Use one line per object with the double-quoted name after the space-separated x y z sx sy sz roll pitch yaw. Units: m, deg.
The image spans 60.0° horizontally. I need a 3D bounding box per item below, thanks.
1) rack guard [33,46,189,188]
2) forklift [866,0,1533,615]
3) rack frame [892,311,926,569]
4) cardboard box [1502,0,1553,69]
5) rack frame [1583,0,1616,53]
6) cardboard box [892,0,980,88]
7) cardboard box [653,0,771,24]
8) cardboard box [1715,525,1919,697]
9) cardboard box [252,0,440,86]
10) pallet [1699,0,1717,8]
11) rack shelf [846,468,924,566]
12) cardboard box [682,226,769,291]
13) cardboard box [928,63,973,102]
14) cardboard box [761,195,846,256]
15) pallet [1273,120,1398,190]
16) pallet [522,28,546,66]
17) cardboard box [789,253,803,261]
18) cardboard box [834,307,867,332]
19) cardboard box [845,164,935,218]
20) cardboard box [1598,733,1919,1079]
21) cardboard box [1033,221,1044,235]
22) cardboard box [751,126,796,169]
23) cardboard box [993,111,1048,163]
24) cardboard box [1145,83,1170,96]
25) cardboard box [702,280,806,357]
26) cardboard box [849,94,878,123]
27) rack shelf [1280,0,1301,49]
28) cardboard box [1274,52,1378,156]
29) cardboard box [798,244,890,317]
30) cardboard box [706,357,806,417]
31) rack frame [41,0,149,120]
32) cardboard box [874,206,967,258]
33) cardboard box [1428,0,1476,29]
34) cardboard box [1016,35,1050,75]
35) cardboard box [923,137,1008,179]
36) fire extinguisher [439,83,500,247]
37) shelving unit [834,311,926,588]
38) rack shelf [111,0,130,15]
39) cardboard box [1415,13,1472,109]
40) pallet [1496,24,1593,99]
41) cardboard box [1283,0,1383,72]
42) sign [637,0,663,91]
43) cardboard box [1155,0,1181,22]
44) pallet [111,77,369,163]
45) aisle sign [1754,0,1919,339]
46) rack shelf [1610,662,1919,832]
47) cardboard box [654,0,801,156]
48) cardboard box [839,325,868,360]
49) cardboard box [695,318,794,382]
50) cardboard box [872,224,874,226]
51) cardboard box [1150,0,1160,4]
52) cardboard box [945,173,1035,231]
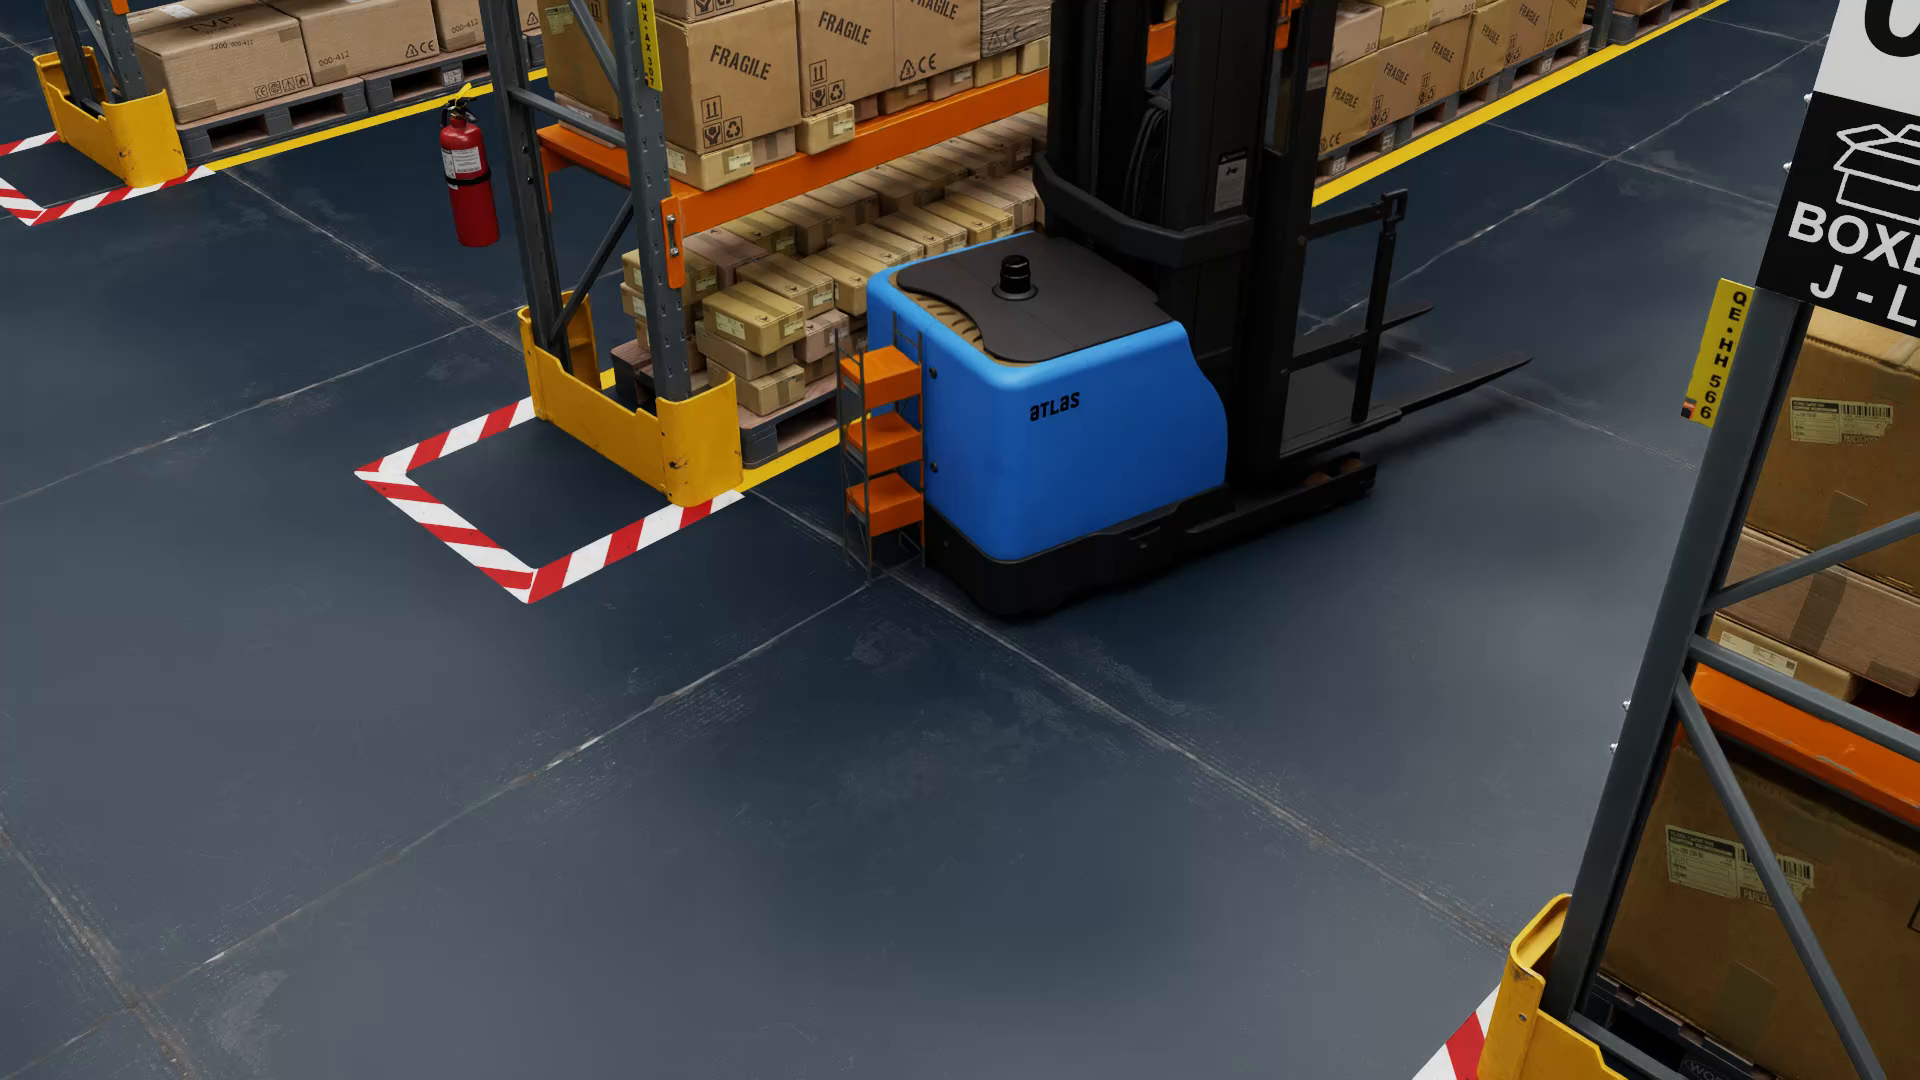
-5.089 -2.543 9.959 1.175 0.500 0.348 30 45 35 "rack guard"
1.148 -1.554 6.416 3.031 2.935 1.130 -20 39 -26 "forklift"
-0.193 -0.366 6.357 0.008 1.050 0.200 -20 39 -26 "rack frame"
3.502 -3.437 10.874 0.500 0.500 0.500 -28 44 -34 "cardboard box"
4.148 -4.871 11.113 1.000 3.000 0.127 30 45 35 "rack frame"
-0.263 -2.279 7.048 0.500 0.500 0.500 -29 44 -35 "cardboard box"
-0.984 -2.272 6.165 0.500 0.500 0.500 29 44 35 "cardboard box"
2.113 0.052 3.924 0.500 0.250 0.500 29 44 35 "cardboard box"
-4.039 -3.382 10.850 0.875 0.438 0.875 -29 44 -34 "cardboard box"
5.617 -4.510 13.033 1.003 0.211 1.213 30 45 35 "pallet"
-0.296 -0.092 6.468 0.240 0.259 0.215 -20 39 -26 "rack shelf"
-1.077 -1.267 7.549 0.250 0.149 0.380 -29 44 -35 "cardboard box"
-0.162 -2.077 7.326 0.380 0.149 0.250 29 44 34 "cardboard box"
-0.758 -1.503 7.887 0.380 0.149 0.250 28 43 34 "cardboard box"
1.877 -2.421 10.036 1.003 0.211 1.213 30 45 35 "pallet"
-2.845 -3.781 11.987 1.003 0.211 1.213 30 45 35 "pallet"
-0.954 -1.290 7.842 0.380 0.149 0.250 28 43 34 "cardboard box"
-0.594 -1.082 7.544 0.250 0.149 0.380 -29 44 -35 "cardboard box"
-0.343 -1.696 8.165 0.380 0.149 0.250 28 44 34 "cardboard box"
2.354 0.823 4.438 0.875 0.875 0.875 30 45 35 "cardboard box"
0.361 -1.612 8.304 0.380 0.149 0.250 27 43 33 "cardboard box"
-0.877 -1.640 6.699 0.250 0.149 0.380 -28 44 -34 "cardboard box"
0.393 -2.113 8.762 0.380 0.149 0.250 28 44 34 "cardboard box"
0.940 -2.438 9.229 0.250 0.149 0.380 -28 44 -34 "cardboard box"
-0.878 -0.947 7.090 0.380 0.149 0.250 27 43 33 "cardboard box"
-0.564 -1.888 7.055 0.250 0.149 0.380 -28 43 -34 "cardboard box"
2.739 -3.765 10.155 1.077 0.370 4.000 30 45 35 "rack shelf"
2.039 -2.588 9.656 0.500 0.500 0.500 -28 44 -34 "cardboard box"
-0.501 -1.158 7.393 0.380 0.149 0.250 29 44 35 "cardboard box"
-0.892 -0.711 7.272 0.250 0.149 0.380 -29 44 -35 "cardboard box"
-5.072 -3.578 9.258 1.000 3.000 0.127 30 45 35 "rack frame"
-0.183 -1.400 7.741 0.250 0.149 0.380 -28 44 -34 "cardboard box"
2.774 -3.318 10.048 0.500 0.250 0.500 -28 44 -34 "cardboard box"
0.244 -2.271 7.603 0.250 0.149 0.380 -29 44 -35 "cardboard box"
0.023 -1.899 8.455 0.380 0.149 0.250 28 43 34 "cardboard box"
-1.993 -1.523 6.705 0.296 0.674 0.183 30 45 35 "fire extinguisher"
-0.296 -0.329 6.303 0.252 1.050 0.215 -20 39 -26 "shelving unit"
-3.663 -4.095 10.628 1.077 0.370 4.000 30 45 35 "rack shelf"
2.770 -3.021 10.278 0.500 0.500 0.500 -29 44 -35 "cardboard box"
3.597 -3.411 11.457 1.003 0.211 1.213 30 45 35 "pallet"
2.038 -2.896 9.442 0.500 0.250 0.500 27 43 33 "cardboard box"
-1.103 -1.760 5.895 0.100 0.325 0.005 30 45 35 "sign"
0.960 -2.701 8.221 0.250 0.149 0.380 -28 44 -34 "cardboard box"
-4.564 -2.790 10.566 1.003 0.211 1.213 30 45 35 "pallet"
1.697 -0.742 2.919 0.394 0.787 0.004 30 45 35 "aisle sign"
3.369 -0.101 4.901 1.077 0.370 4.000 30 45 35 "rack shelf"
-0.976 -1.858 6.444 0.500 0.500 0.500 -28 43 -34 "cardboard box"
-0.596 -0.953 7.620 0.250 0.149 0.380 -29 44 -35 "cardboard box"
-0.937 -0.858 7.223 0.250 0.149 0.380 -28 44 -34 "cardboard box"
-0.598 -1.505 8.151 0.250 0.149 0.380 -29 44 -35 "cardboard box"
0.823 -2.890 7.925 0.500 0.500 0.500 28 44 34 "cardboard box"
0.144 -1.629 8.069 0.380 0.149 0.250 30 45 35 "cardboard box"
